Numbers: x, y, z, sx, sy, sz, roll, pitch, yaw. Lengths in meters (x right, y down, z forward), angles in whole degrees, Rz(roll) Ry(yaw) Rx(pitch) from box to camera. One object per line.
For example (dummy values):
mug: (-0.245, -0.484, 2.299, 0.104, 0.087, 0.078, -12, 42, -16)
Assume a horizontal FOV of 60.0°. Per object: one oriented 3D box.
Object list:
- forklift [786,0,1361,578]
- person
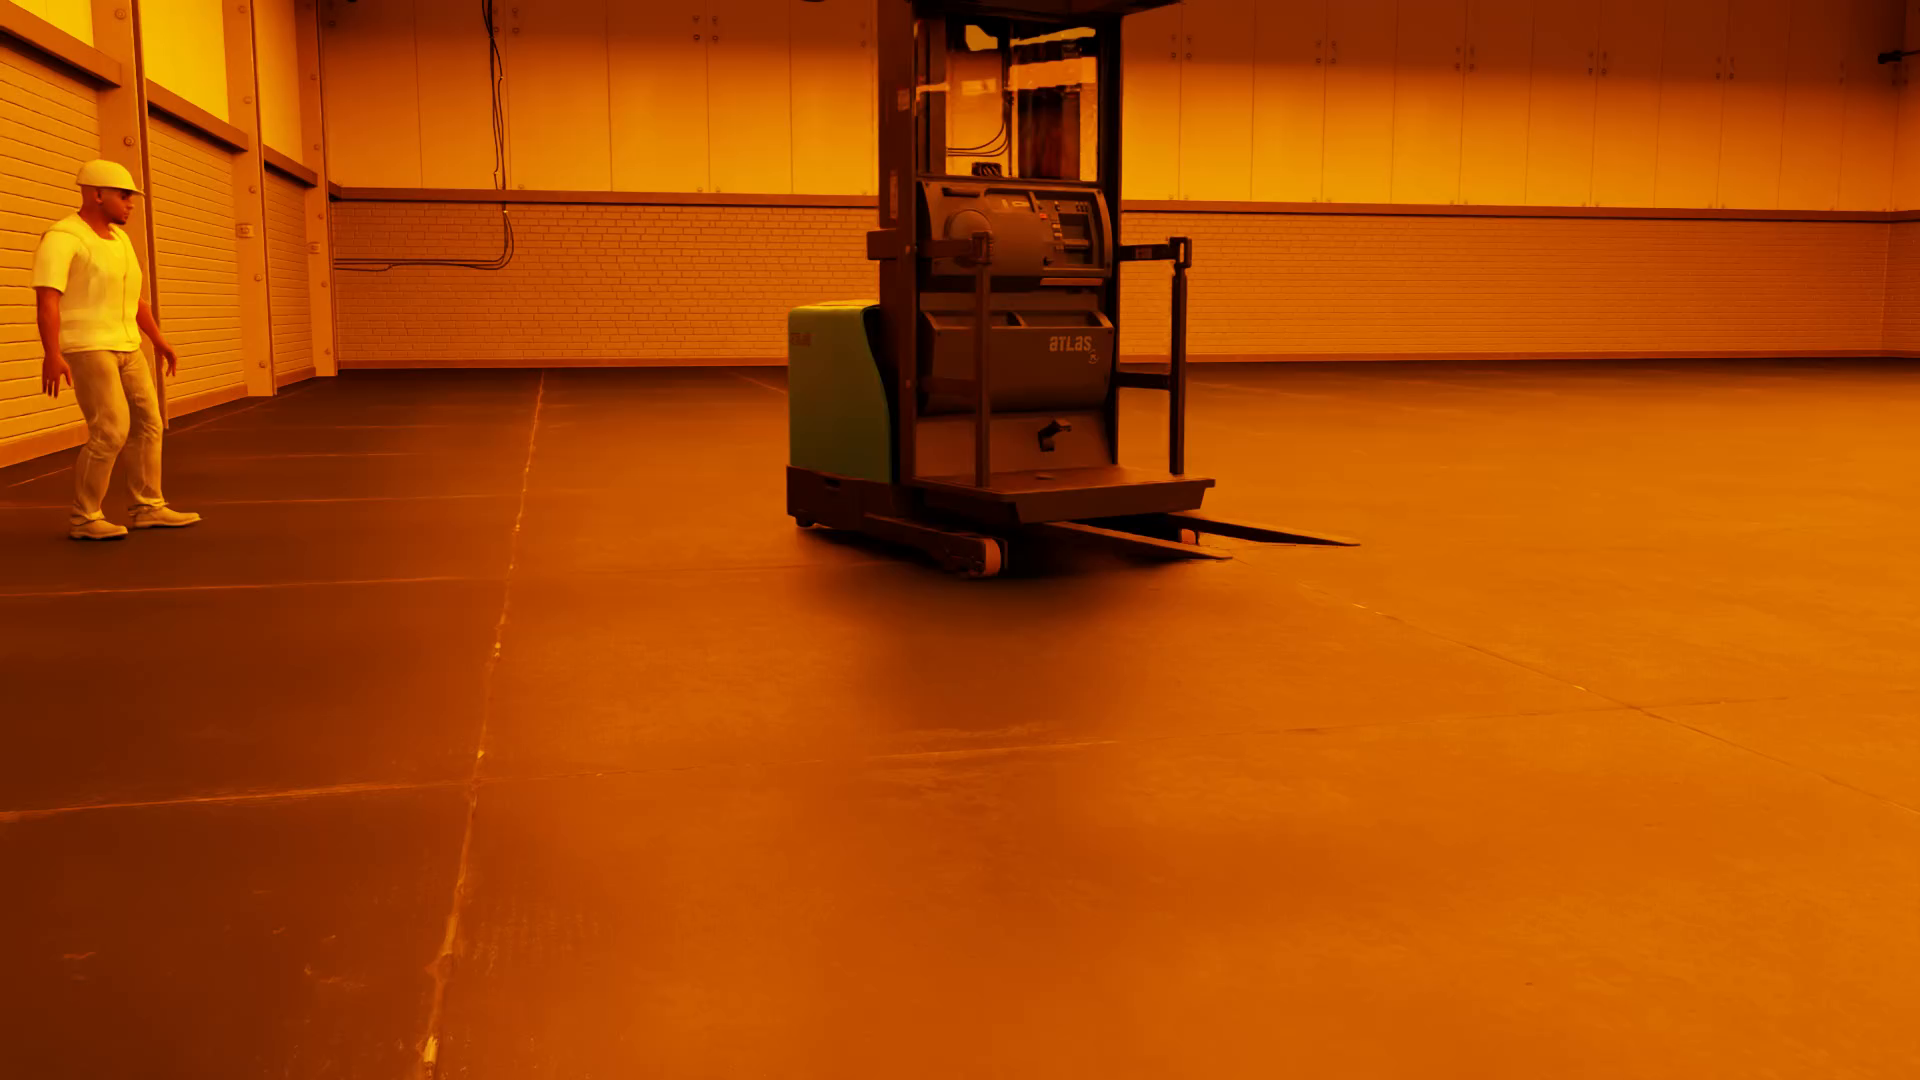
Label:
forklift: (0.366, -1.371, 6.932, 1.130, 2.935, 3.031, -5, 9, -32)
person: (-3.971, -0.887, 7.770, 0.416, 1.742, 0.810, 0, 8, 3)
